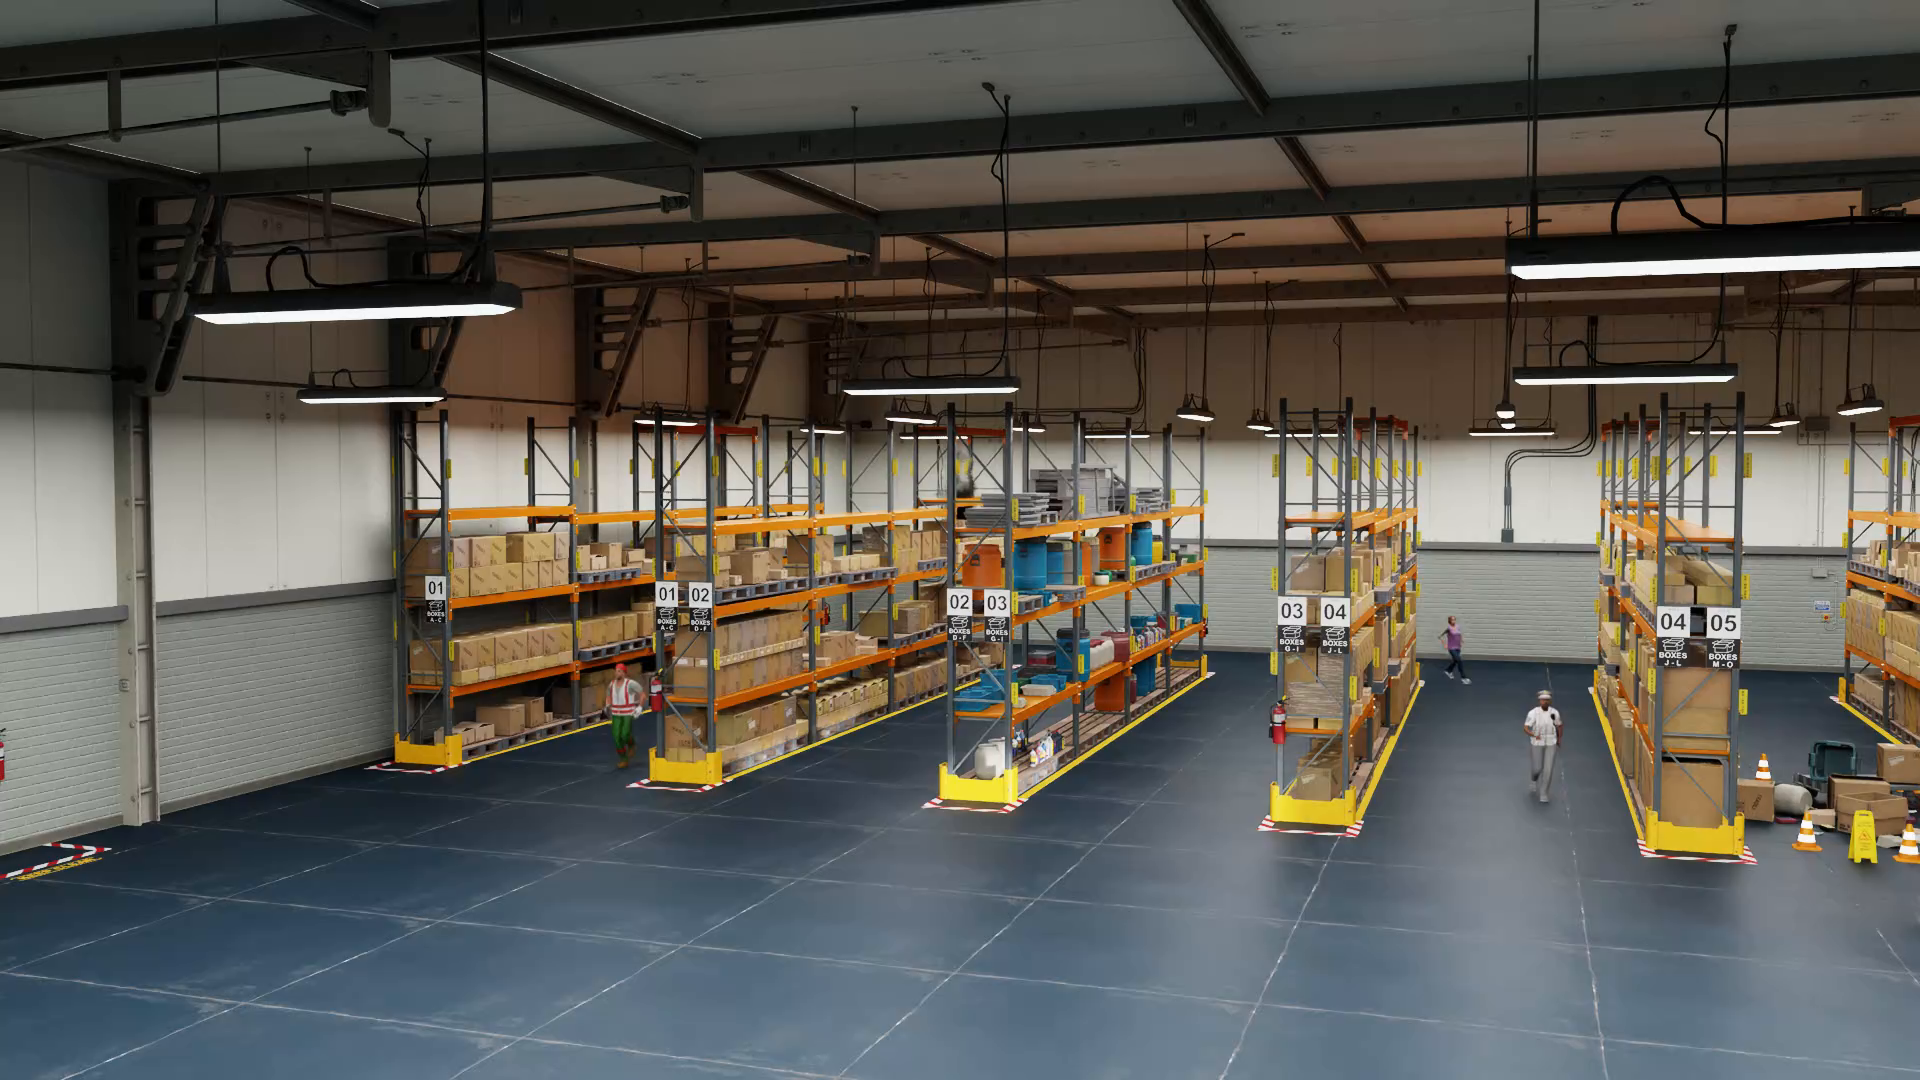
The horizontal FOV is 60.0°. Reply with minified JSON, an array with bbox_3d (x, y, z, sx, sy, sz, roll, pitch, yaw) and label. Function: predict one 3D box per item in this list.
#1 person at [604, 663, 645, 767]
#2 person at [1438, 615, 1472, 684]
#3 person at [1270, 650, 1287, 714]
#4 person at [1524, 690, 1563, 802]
[{"bbox_3d":[-5.646,2.939,27.820,0.662,1.746,0.651,1,3,17],"label":"person"},{"bbox_3d":[11.529,2.540,38.801,0.606,1.575,0.870,-1,3,-31],"label":"person"},{"bbox_3d":[6.507,2.759,33.173,0.621,1.607,0.906,1,2,12],"label":"person"},{"bbox_3d":[8.826,3.090,25.134,0.578,1.664,0.684,0,2,11],"label":"person"}]
